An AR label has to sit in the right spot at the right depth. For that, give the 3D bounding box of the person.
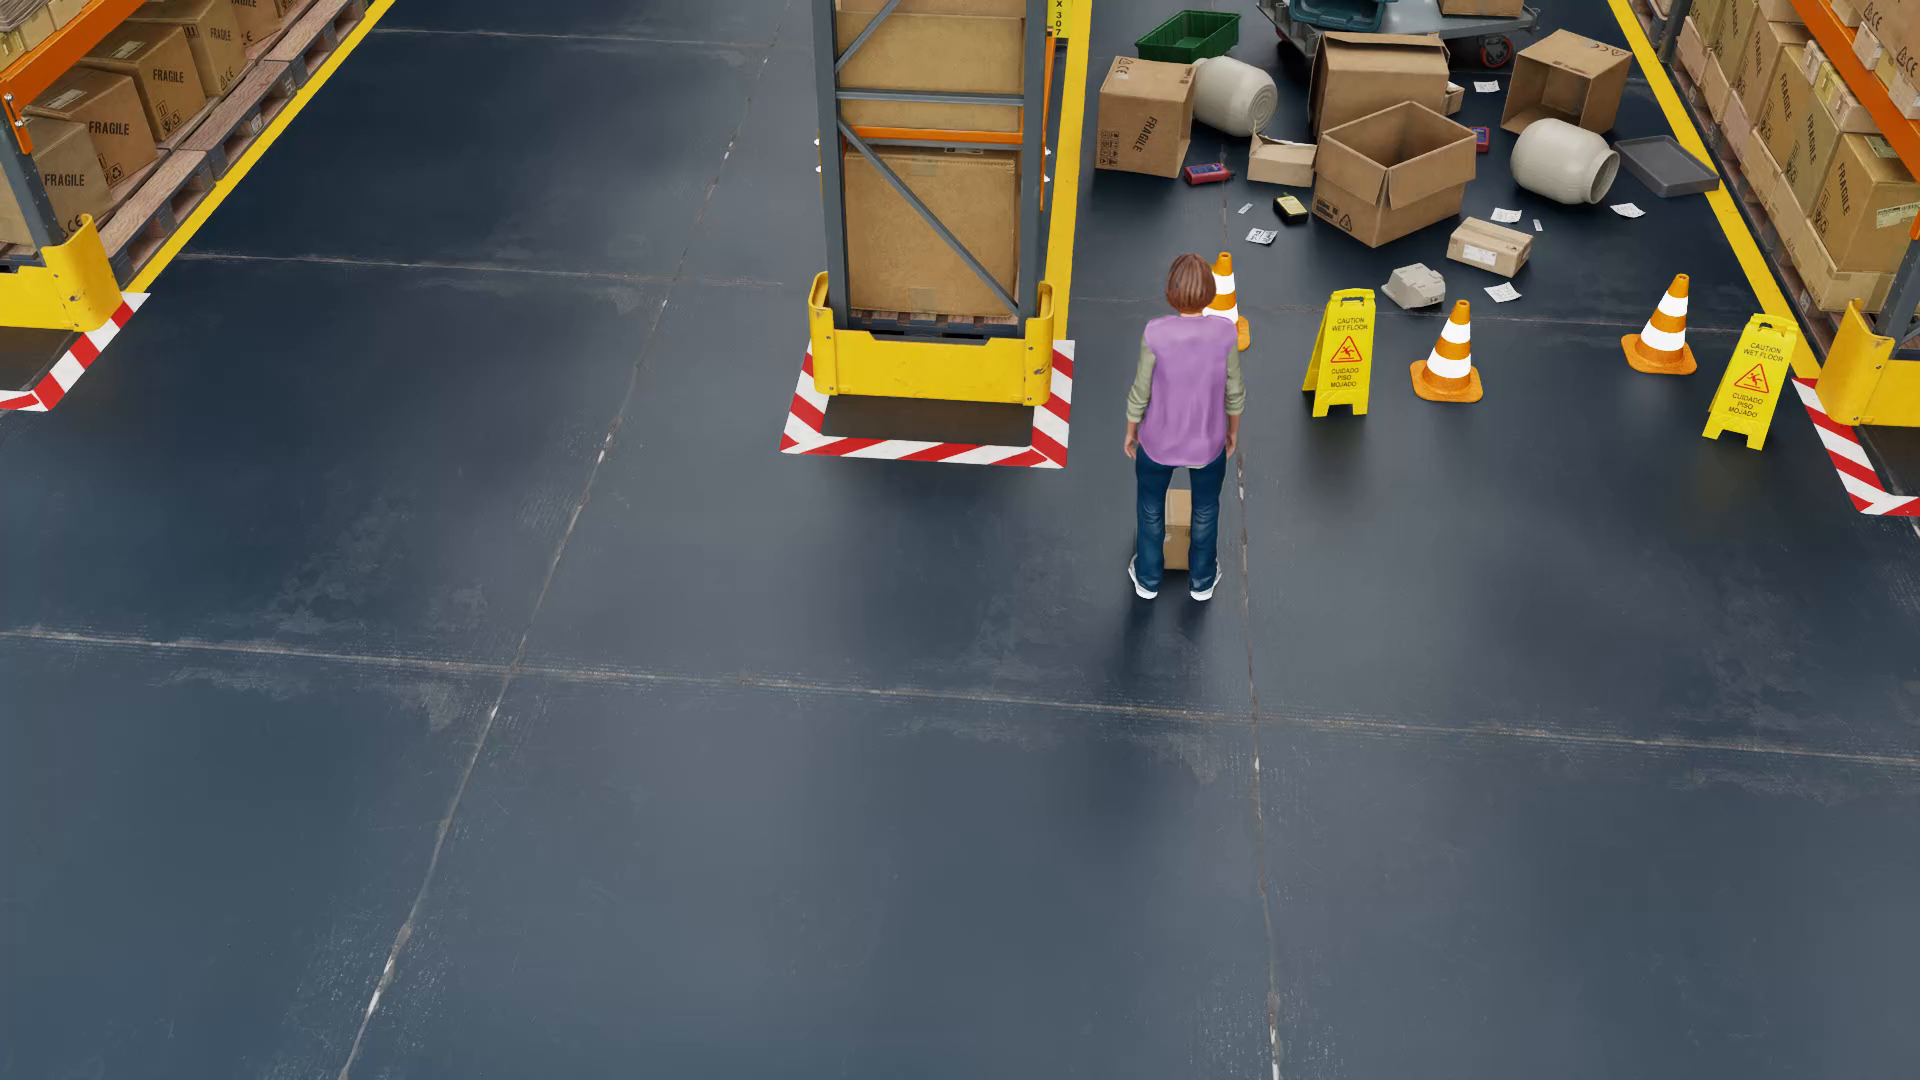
[{"bbox_3d":[0.889,-0.403,6.636,0.478,1.591,0.345,1,41,1],"label":"person"}]
